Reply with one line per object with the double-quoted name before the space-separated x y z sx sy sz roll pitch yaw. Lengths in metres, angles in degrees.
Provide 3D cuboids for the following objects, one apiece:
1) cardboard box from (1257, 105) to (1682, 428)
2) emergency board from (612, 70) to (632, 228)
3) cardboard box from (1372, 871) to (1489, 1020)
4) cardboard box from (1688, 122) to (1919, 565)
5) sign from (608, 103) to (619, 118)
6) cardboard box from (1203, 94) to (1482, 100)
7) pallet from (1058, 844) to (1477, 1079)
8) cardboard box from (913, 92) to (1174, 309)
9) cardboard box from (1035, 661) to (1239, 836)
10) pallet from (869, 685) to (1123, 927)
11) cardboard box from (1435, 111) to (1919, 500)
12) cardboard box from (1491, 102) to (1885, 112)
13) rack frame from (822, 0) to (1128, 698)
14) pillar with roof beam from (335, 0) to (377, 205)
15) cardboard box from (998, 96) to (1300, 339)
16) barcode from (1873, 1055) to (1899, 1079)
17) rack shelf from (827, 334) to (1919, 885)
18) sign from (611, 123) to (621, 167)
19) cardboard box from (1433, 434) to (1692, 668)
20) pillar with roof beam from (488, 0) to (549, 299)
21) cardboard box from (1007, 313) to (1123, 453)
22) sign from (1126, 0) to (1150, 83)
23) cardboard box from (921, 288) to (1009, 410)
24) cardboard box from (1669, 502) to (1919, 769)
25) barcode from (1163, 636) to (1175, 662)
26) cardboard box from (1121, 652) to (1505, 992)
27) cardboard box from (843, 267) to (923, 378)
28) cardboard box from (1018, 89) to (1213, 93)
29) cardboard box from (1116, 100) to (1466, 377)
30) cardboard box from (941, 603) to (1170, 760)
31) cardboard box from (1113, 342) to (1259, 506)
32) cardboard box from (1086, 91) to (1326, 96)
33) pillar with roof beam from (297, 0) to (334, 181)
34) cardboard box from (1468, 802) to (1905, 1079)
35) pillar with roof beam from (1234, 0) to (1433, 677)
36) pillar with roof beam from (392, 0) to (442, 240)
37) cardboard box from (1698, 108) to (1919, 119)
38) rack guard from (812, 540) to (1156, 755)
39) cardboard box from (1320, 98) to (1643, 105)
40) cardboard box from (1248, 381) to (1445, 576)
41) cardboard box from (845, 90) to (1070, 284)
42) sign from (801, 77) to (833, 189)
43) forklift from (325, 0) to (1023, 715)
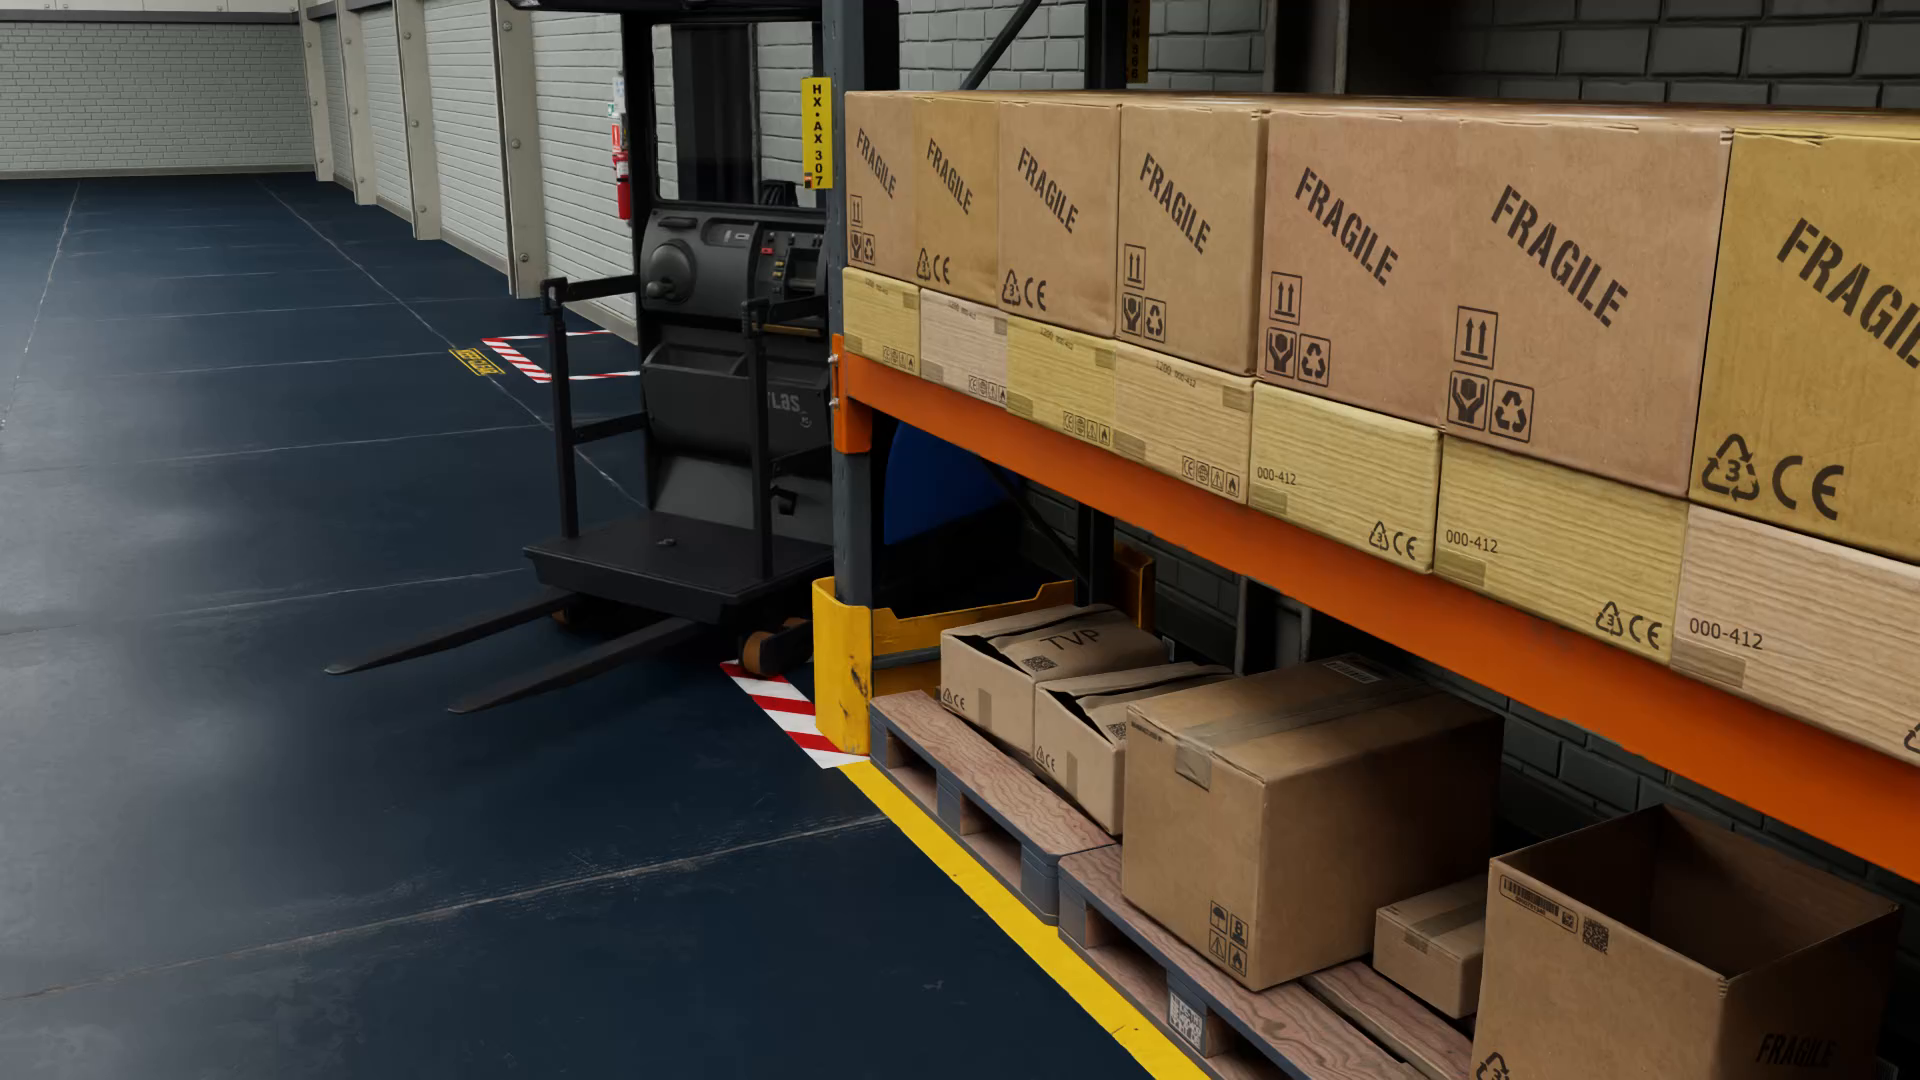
"cardboard box" 0.893 -0.511 2.971 0.500 0.500 0.500 -8 18 -26
"emergency board" -2.532 -2.912 12.461 0.194 1.169 0.643 -8 18 -25
"cardboard box" 1.130 0.876 3.633 0.380 0.149 0.250 -9 18 -29
"cardboard box" 1.328 -0.262 2.102 0.500 0.500 0.500 -8 18 -25
"sign" -2.688 -3.331 12.896 0.001 0.109 0.331 -8 18 -25
"cardboard box" 0.900 -0.829 4.079 0.500 0.500 0.500 -8 18 -26
"pallet" 0.948 0.991 3.915 1.003 0.211 1.213 -8 18 -25
"cardboard box" 0.207 -0.896 4.310 0.500 0.500 0.500 -8 18 -25
"cardboard box" 0.532 0.529 4.548 0.500 0.311 0.500 -6 17 -20
"pallet" 0.418 0.689 4.968 1.003 0.211 1.213 -8 18 -25
"cardboard box" 1.104 -0.385 2.531 0.500 0.500 0.500 -8 18 -25
"cardboard box" 1.358 -0.577 3.200 0.500 0.500 0.500 -7 17 -23
"rack frame" 0.060 -0.876 5.366 1.000 3.000 0.127 -8 18 -25
"pillar with roof beam" -13.239 -9.122 23.222 9.100 9.000 0.400 -8 18 -25
"cardboard box" 0.428 -0.767 3.861 0.500 0.500 0.500 -8 18 -27
"barcode" 1.710 0.993 3.093 0.001 0.075 0.075 -8 18 -25
"rack shelf" 0.937 -0.034 3.737 1.077 0.370 4.000 -8 18 -25
"sign" -2.682 -3.079 12.977 0.001 0.329 0.234 -8 18 -25
"cardboard box" 1.122 -0.027 2.643 0.500 0.250 0.500 -8 18 -25
"pillar with roof beam" -7.982 -6.146 12.854 9.100 9.000 0.400 -8 18 -25
"cardboard box" 0.447 -0.400 3.943 0.500 0.250 0.500 -8 18 -26
"sign" 0.568 -1.647 5.379 0.100 0.325 0.005 -8 18 -25
"cardboard box" 0.229 -0.527 4.386 0.500 0.250 0.500 -8 18 -27
"cardboard box" 1.333 0.097 2.209 0.500 0.250 0.500 -8 18 -25
"barcode" 0.650 0.339 5.192 0.001 0.075 0.075 -8 18 -25
"cardboard box" 0.809 0.626 3.867 0.700 0.500 0.500 -9 18 -28
"cardboard box" -0.011 -0.654 4.828 0.500 0.250 0.500 -8 18 -27
"cardboard box" 0.458 -1.083 4.963 0.500 0.500 0.500 -8 18 -26
"cardboard box" 0.665 -0.640 3.420 0.500 0.500 0.500 -7 17 -23
"cardboard box" 0.283 0.387 5.040 0.500 0.311 0.500 -10 19 -31
"cardboard box" 0.666 -0.275 3.505 0.500 0.250 0.500 -7 18 -24
"cardboard box" 0.670 -0.957 4.523 0.500 0.500 0.500 -7 18 -24
"pillar with roof beam" -15.868 -10.609 28.407 9.100 9.000 0.400 -8 18 -25
"cardboard box" 1.322 0.853 3.074 0.500 0.500 0.500 -9 18 -29
"pillar with roof beam" -2.725 -3.171 2.485 9.100 9.000 0.400 -8 18 -25
"pillar with roof beam" -10.611 -7.634 18.038 9.100 9.000 0.400 -8 18 -25
"cardboard box" 1.571 -0.453 2.767 0.500 0.500 0.500 -8 18 -25
"rack guard" 0.094 0.344 5.645 1.175 0.500 0.348 -8 18 -25
"cardboard box" 1.121 -0.704 3.643 0.500 0.500 0.500 -7 18 -24
"cardboard box" 0.888 -0.150 3.071 0.500 0.250 0.500 -8 18 -25
"cardboard box" -0.001 -1.019 4.741 0.500 0.500 0.500 -8 18 -25
"sign" -0.427 -1.227 5.018 0.100 0.325 0.005 -8 18 -25
"forklift" -0.963 -1.061 6.134 1.130 2.935 3.031 11 19 32
